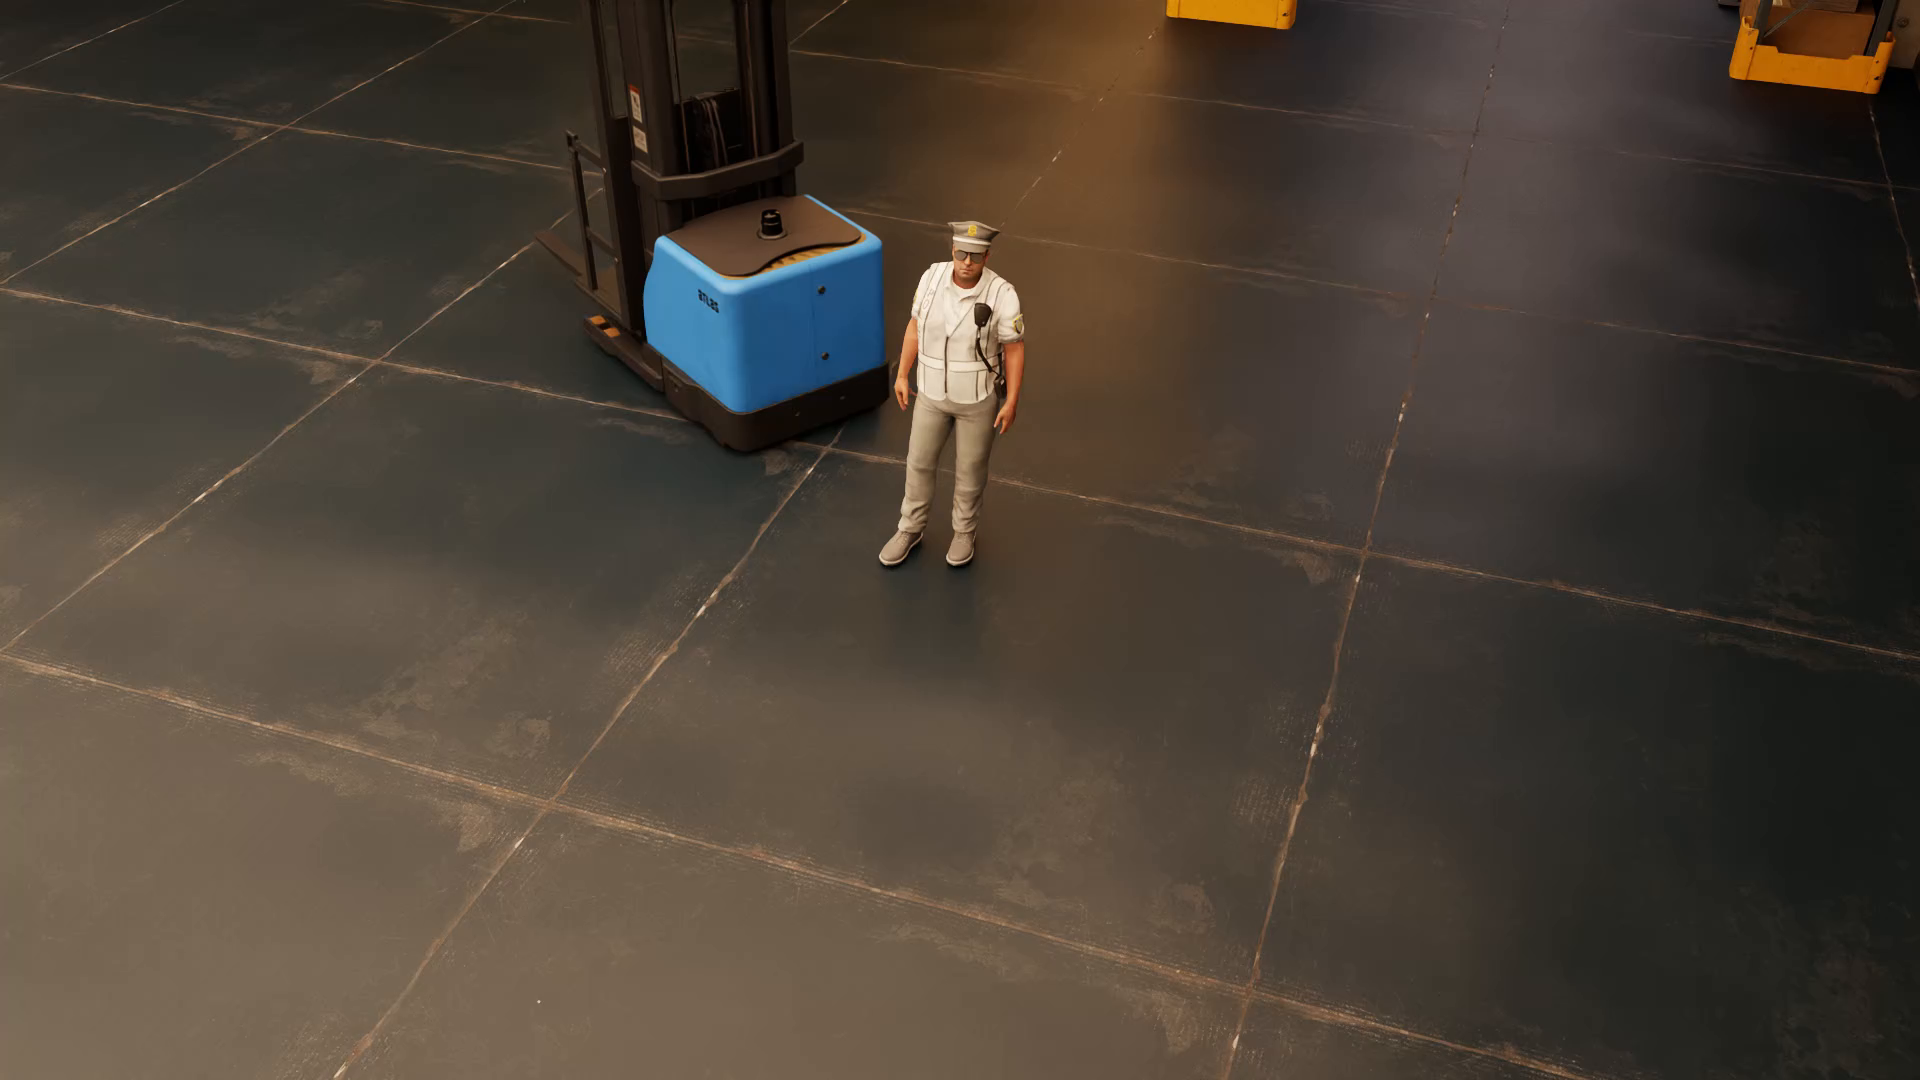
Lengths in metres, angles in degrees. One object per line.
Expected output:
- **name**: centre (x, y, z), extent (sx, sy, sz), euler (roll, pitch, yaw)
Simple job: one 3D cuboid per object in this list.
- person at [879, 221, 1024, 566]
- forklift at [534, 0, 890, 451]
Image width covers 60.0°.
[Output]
- **person**: centre (-0.037, -0.692, 8.068), extent (0.641, 1.779, 0.574), euler (12, 37, 16)
- **forklift**: centre (-1.692, -2.489, 9.621), extent (1.130, 2.935, 3.031), euler (-23, 41, -29)
